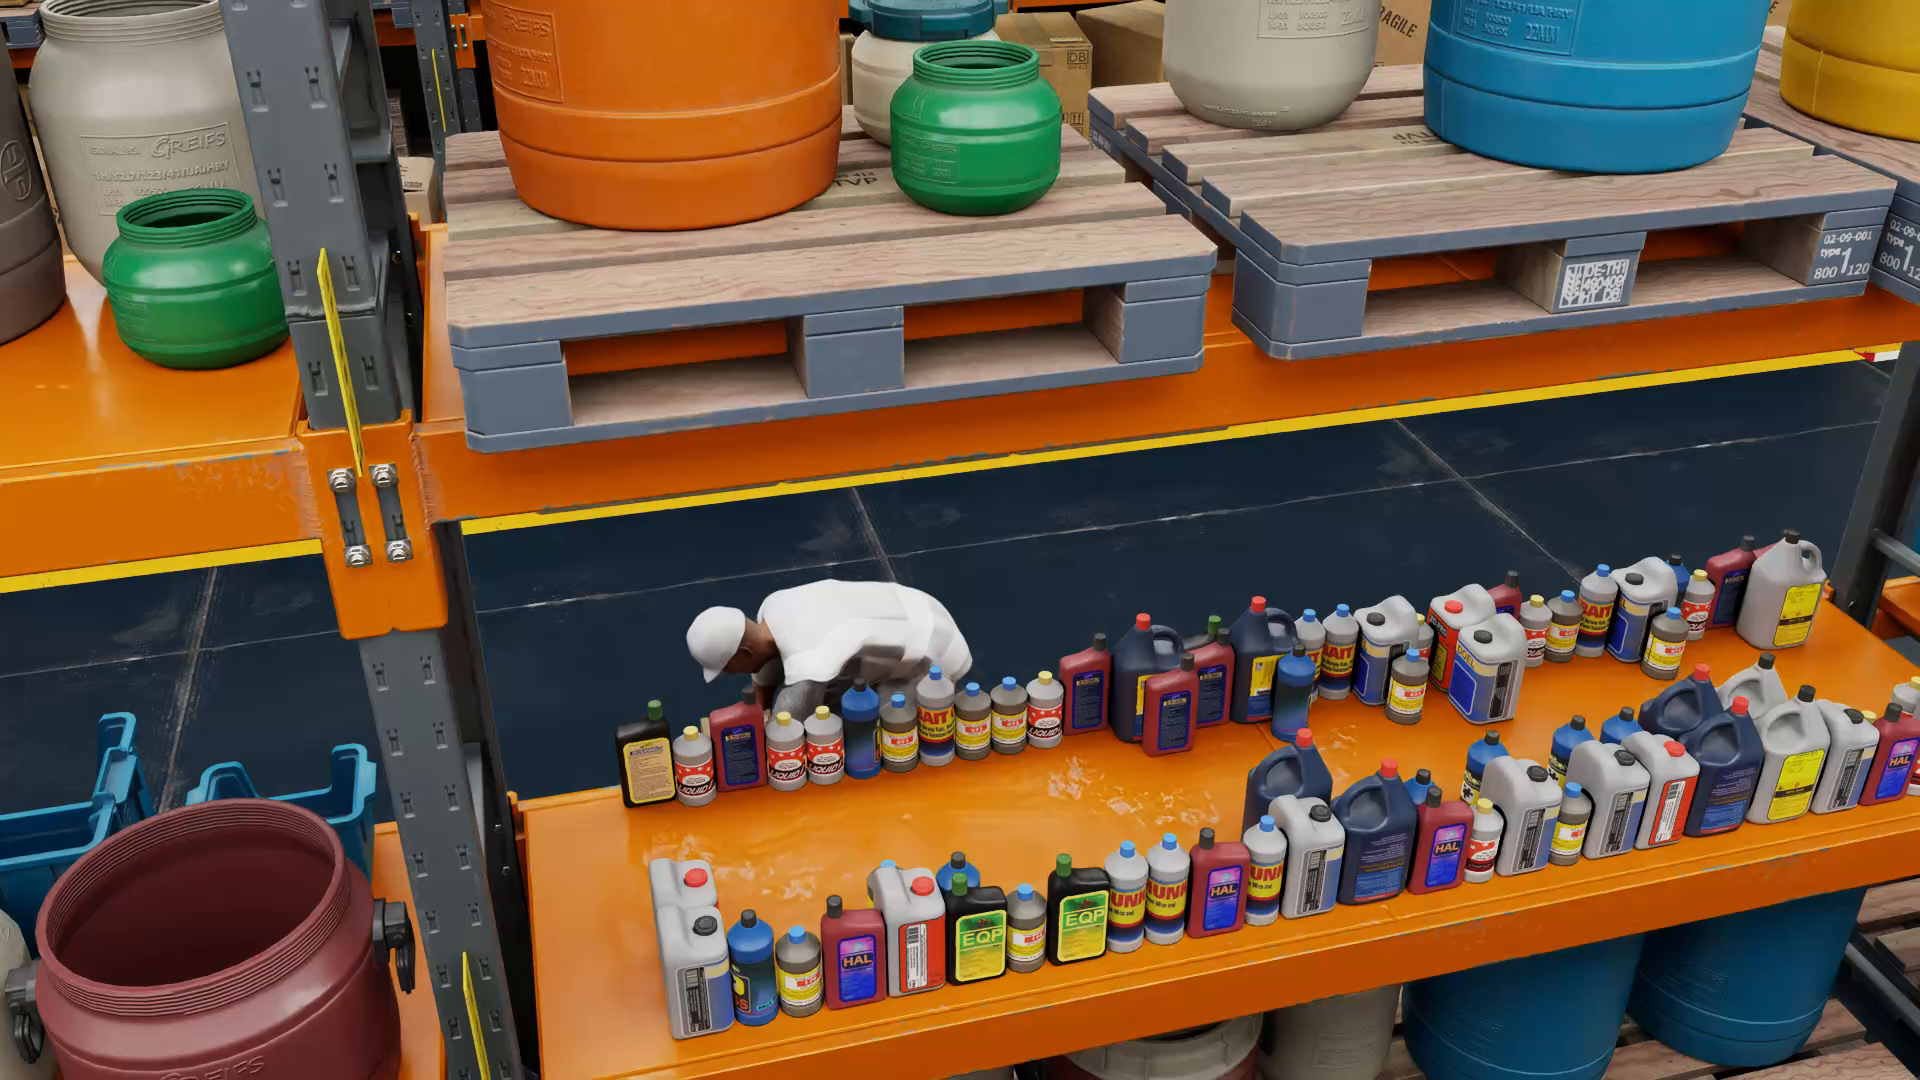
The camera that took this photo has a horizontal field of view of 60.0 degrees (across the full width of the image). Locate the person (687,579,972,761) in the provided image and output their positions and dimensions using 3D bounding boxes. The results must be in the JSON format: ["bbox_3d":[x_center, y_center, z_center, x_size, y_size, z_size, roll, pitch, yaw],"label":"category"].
[{"bbox_3d":[-0.445,0.604,5.854,0.970,0.995,0.551,-8,31,-14],"label":"person"}]
